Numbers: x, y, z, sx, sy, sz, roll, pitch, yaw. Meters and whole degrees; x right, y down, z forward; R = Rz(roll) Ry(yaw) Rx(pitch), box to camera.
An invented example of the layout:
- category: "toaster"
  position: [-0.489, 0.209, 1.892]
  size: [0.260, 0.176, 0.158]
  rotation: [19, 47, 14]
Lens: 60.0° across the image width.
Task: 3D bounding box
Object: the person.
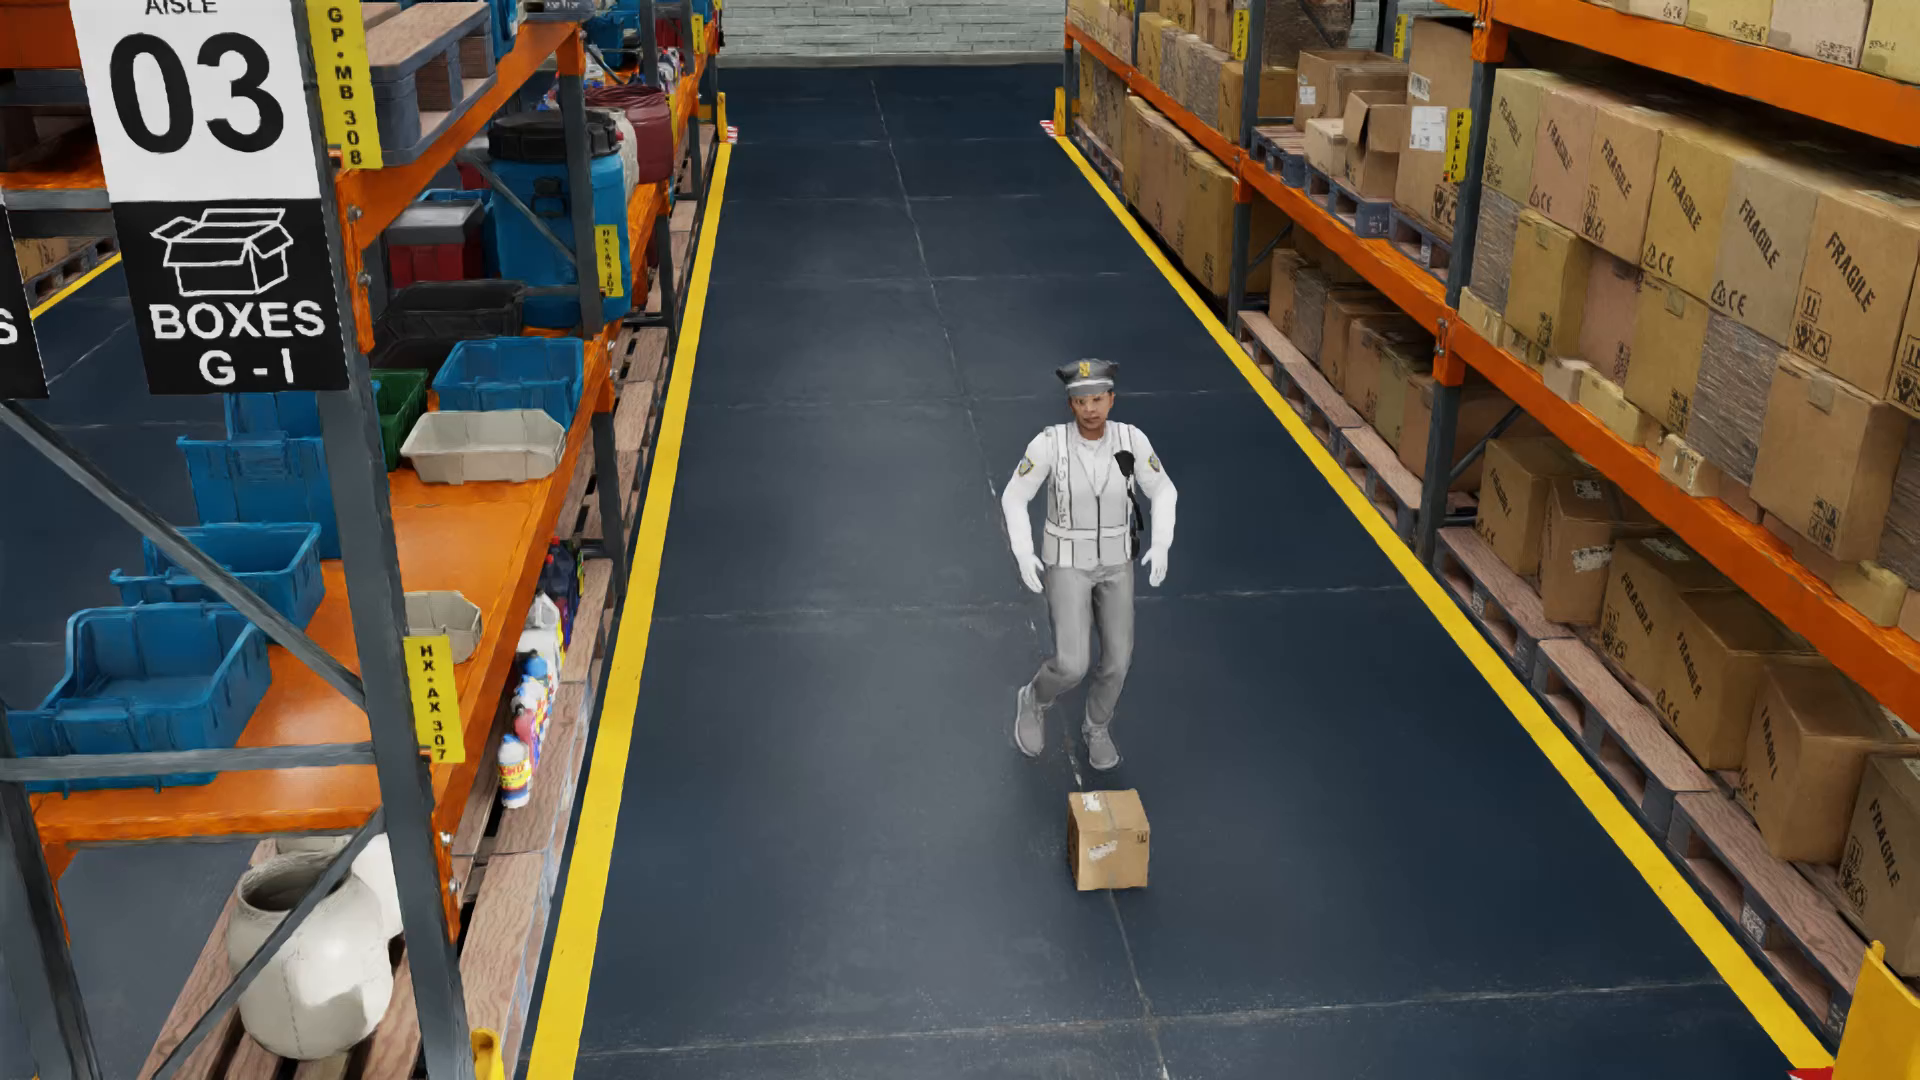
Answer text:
- category: "person"
  position: [0.528, 0.108, 6.367]
  size: [0.660, 1.667, 0.467]
  rotation: [-7, 25, -15]
